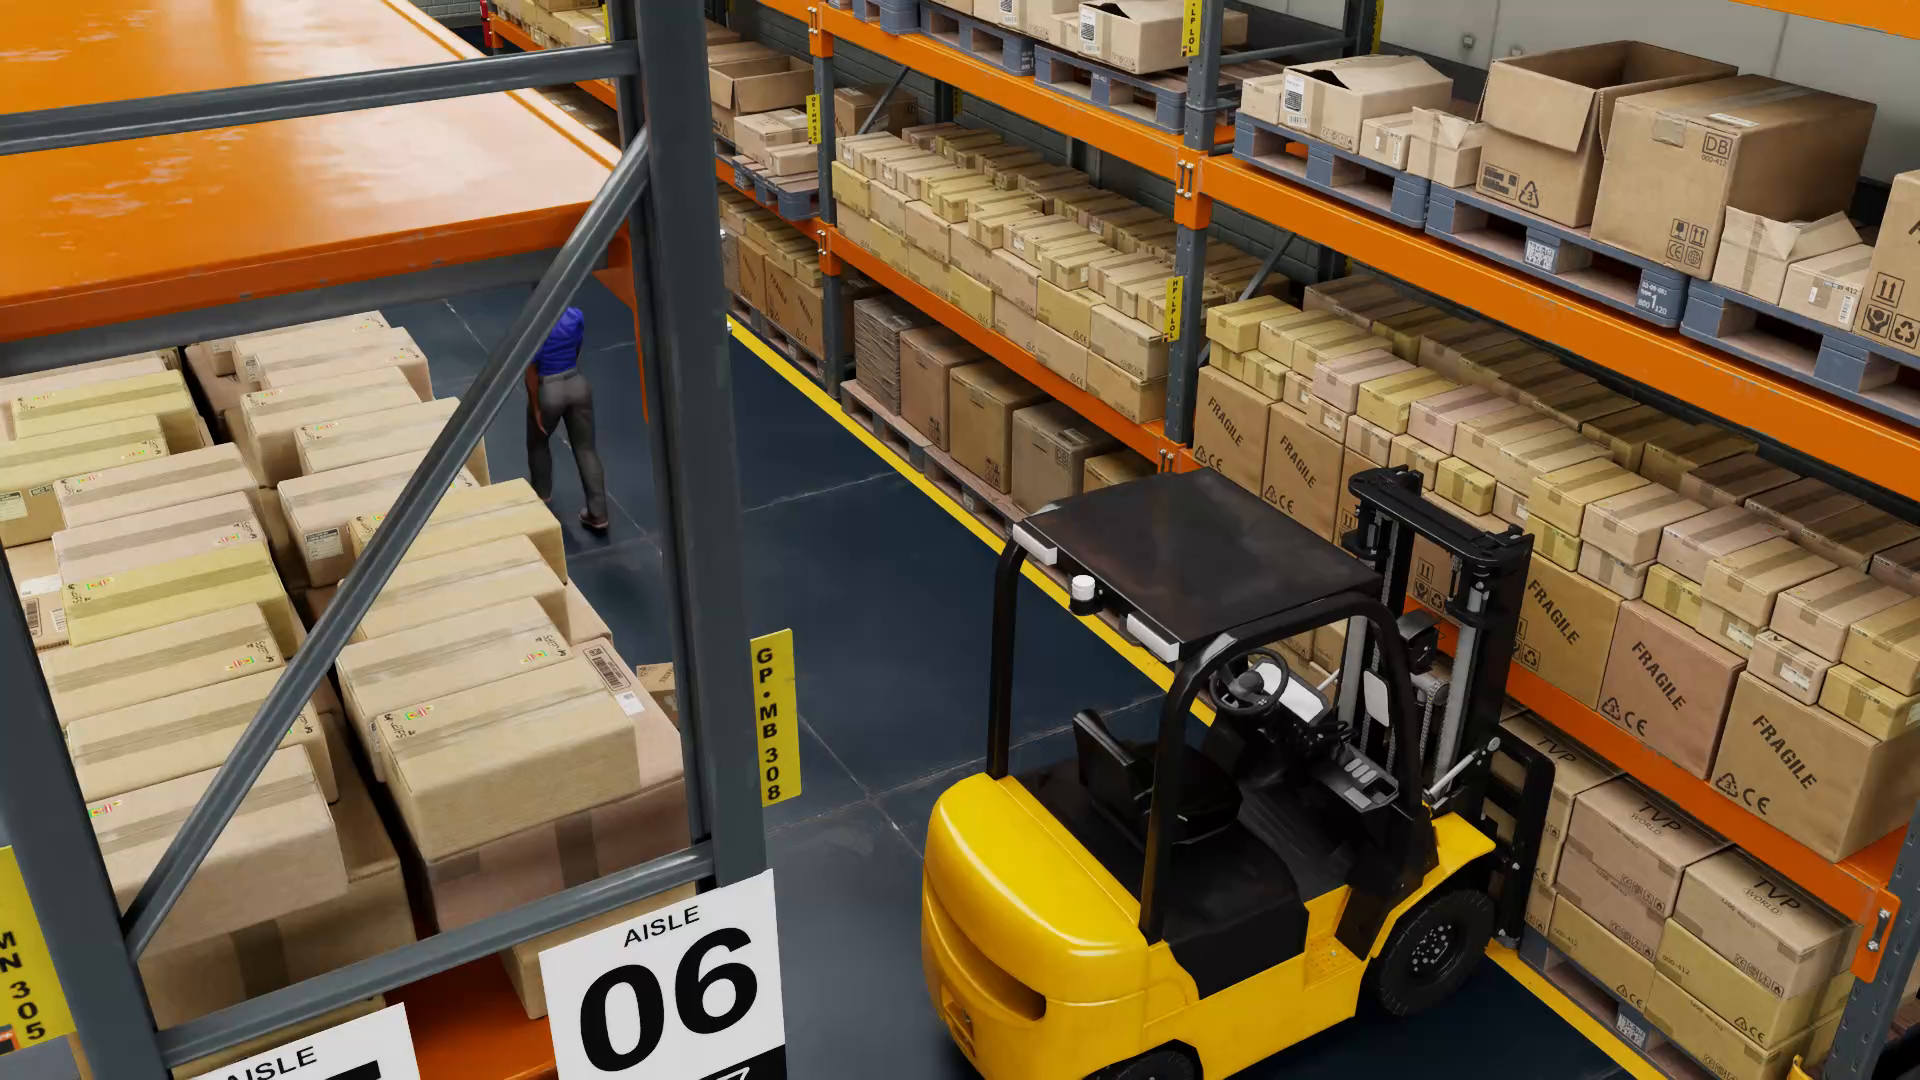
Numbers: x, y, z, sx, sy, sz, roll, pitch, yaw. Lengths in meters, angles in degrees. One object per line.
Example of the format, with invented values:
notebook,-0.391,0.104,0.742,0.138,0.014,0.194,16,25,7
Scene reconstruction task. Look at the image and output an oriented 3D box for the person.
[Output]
person,-2.462,-0.861,10.135,0.448,1.692,0.768,-19,35,-31
